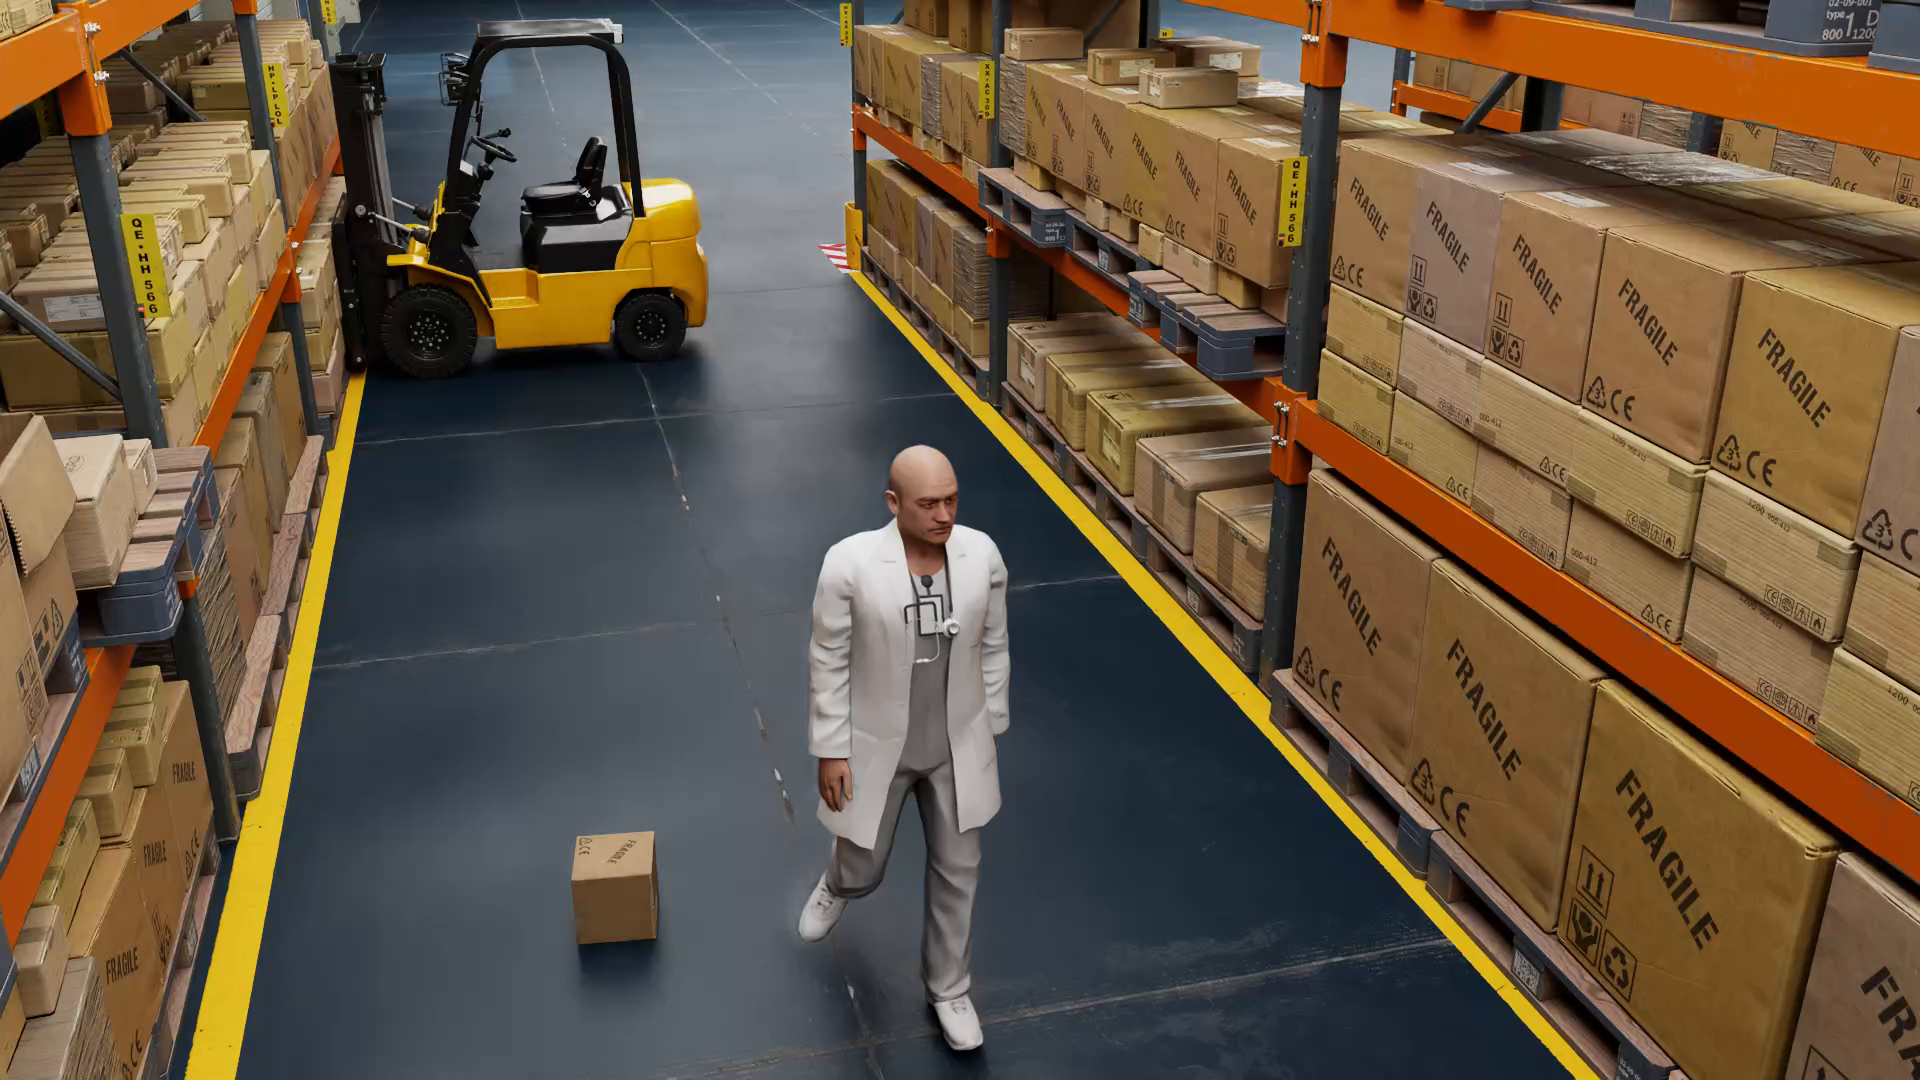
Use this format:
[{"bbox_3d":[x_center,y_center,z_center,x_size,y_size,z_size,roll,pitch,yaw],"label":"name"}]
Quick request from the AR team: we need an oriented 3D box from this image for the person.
[{"bbox_3d":[-0.160,0.541,4.747,0.602,1.772,0.774,-7,24,-16],"label":"person"}]
